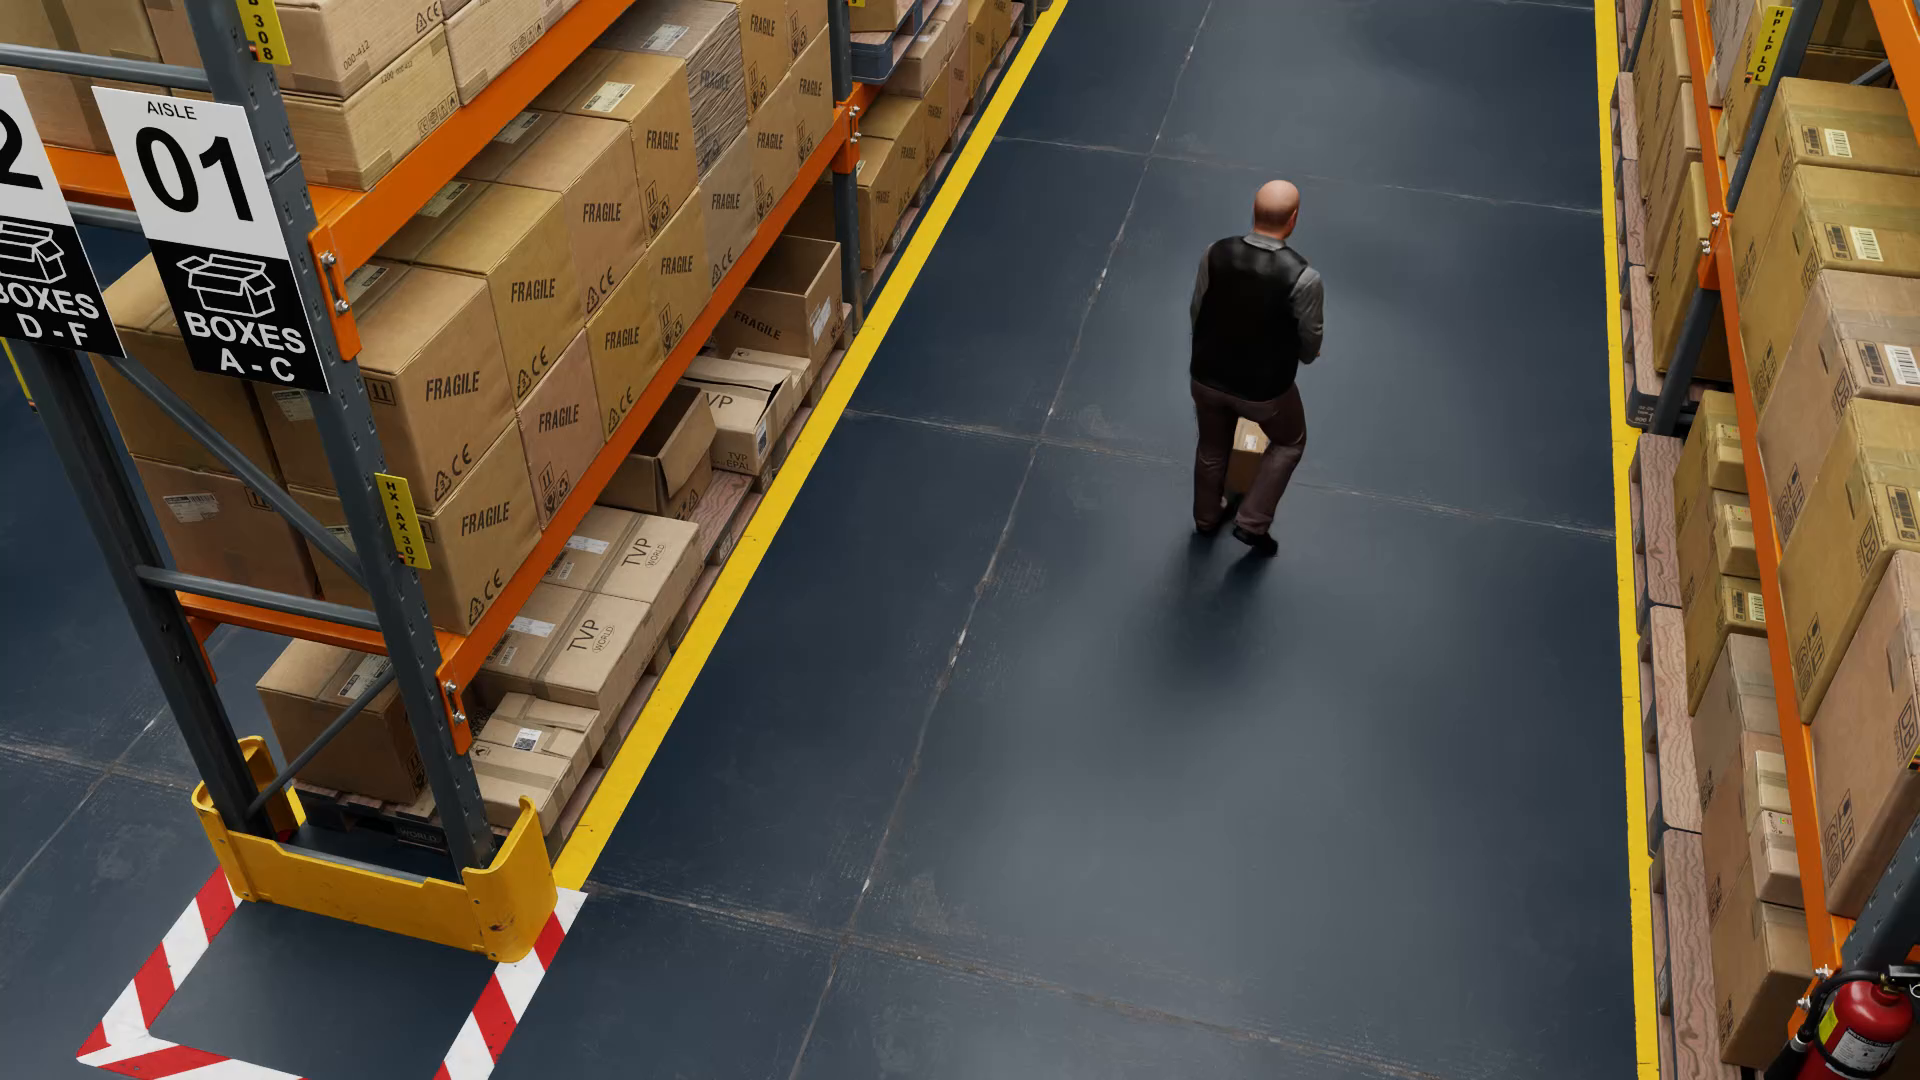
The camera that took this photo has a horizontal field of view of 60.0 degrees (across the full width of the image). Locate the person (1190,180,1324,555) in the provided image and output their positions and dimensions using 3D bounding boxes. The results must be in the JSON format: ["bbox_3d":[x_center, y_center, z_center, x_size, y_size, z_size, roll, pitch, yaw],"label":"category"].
[{"bbox_3d":[1.237,-0.708,7.004,0.553,1.738,0.527,21,45,23],"label":"person"}]
